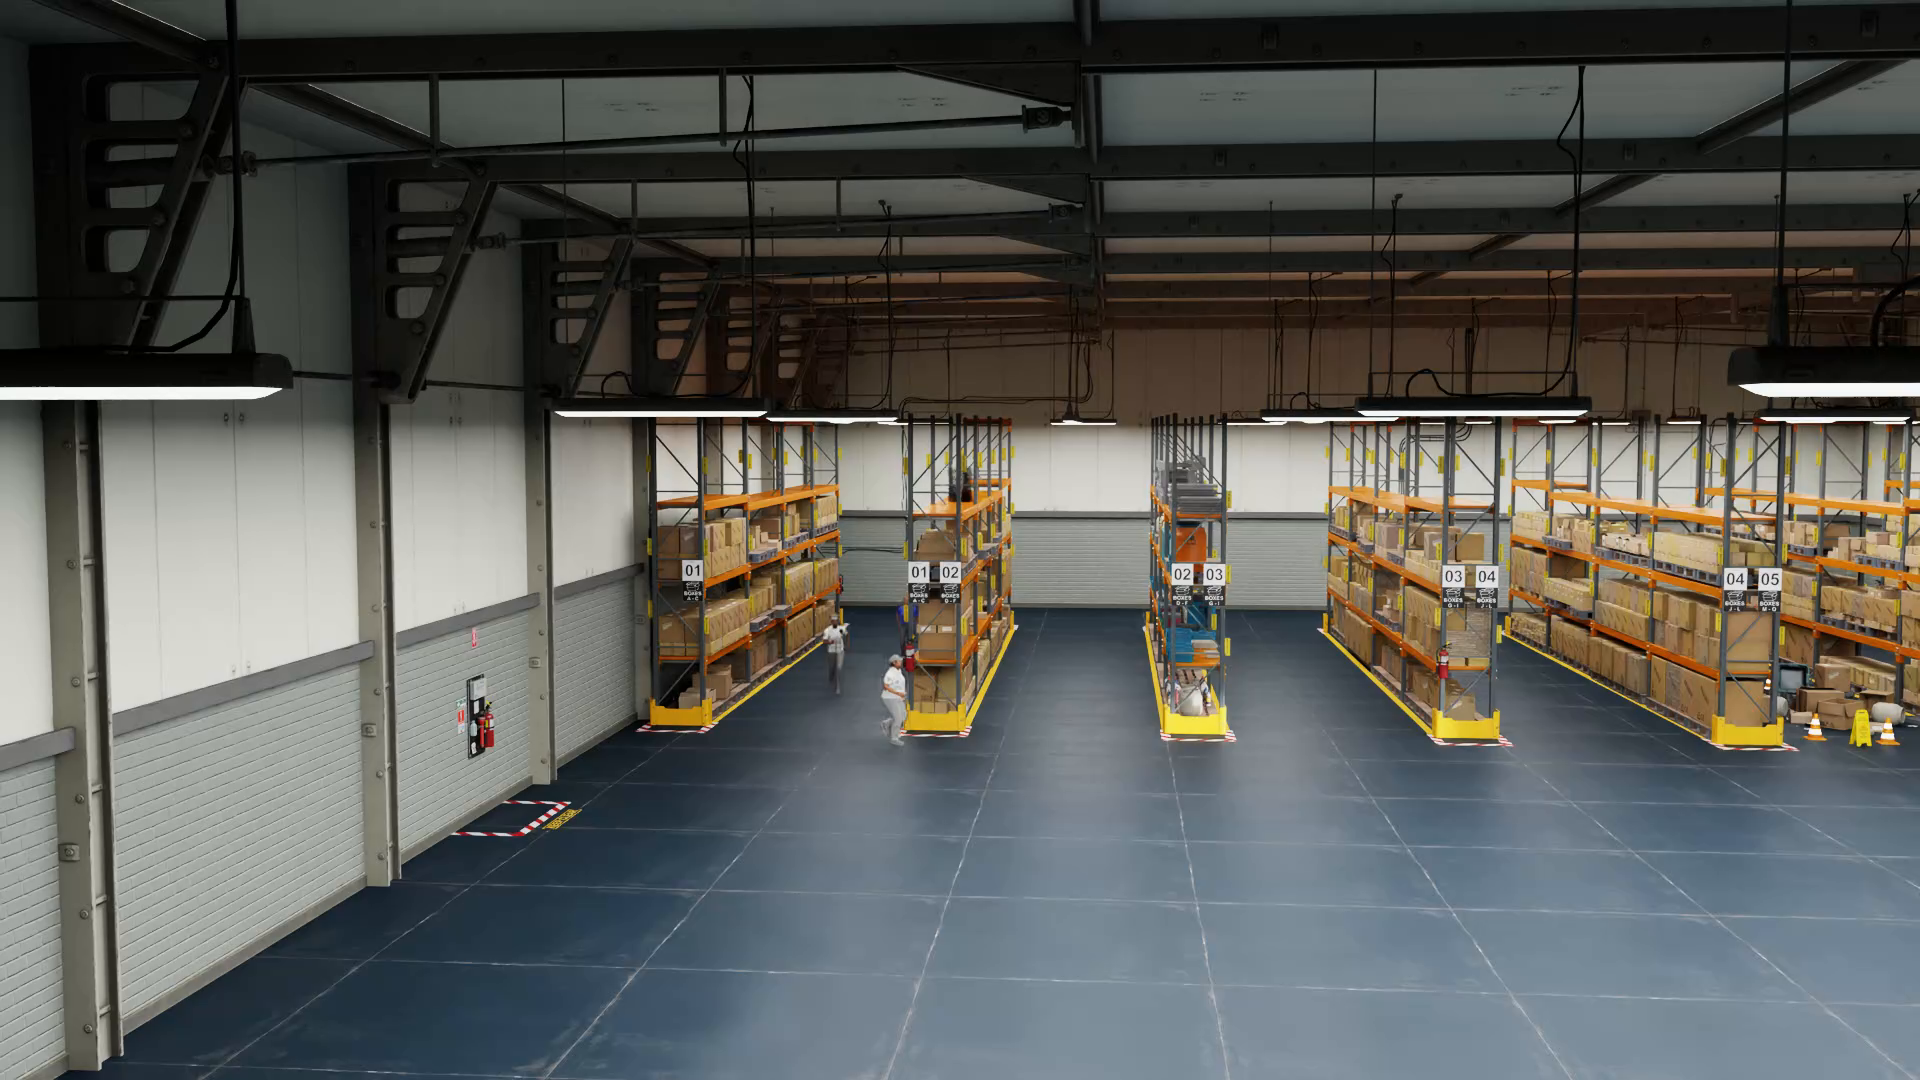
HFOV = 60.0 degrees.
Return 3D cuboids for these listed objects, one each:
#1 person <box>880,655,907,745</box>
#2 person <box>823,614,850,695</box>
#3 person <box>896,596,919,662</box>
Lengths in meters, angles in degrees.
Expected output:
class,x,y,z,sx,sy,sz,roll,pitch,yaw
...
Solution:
class,x,y,z,sx,sy,sz,roll,pitch,yaw
person,-1.224,2.894,30.121,0.592,1.644,0.596,2,4,22
person,-2.684,2.455,36.068,0.568,1.739,0.873,0,4,-1
person,-1.282,2.201,40.368,0.571,1.700,0.728,0,4,3
